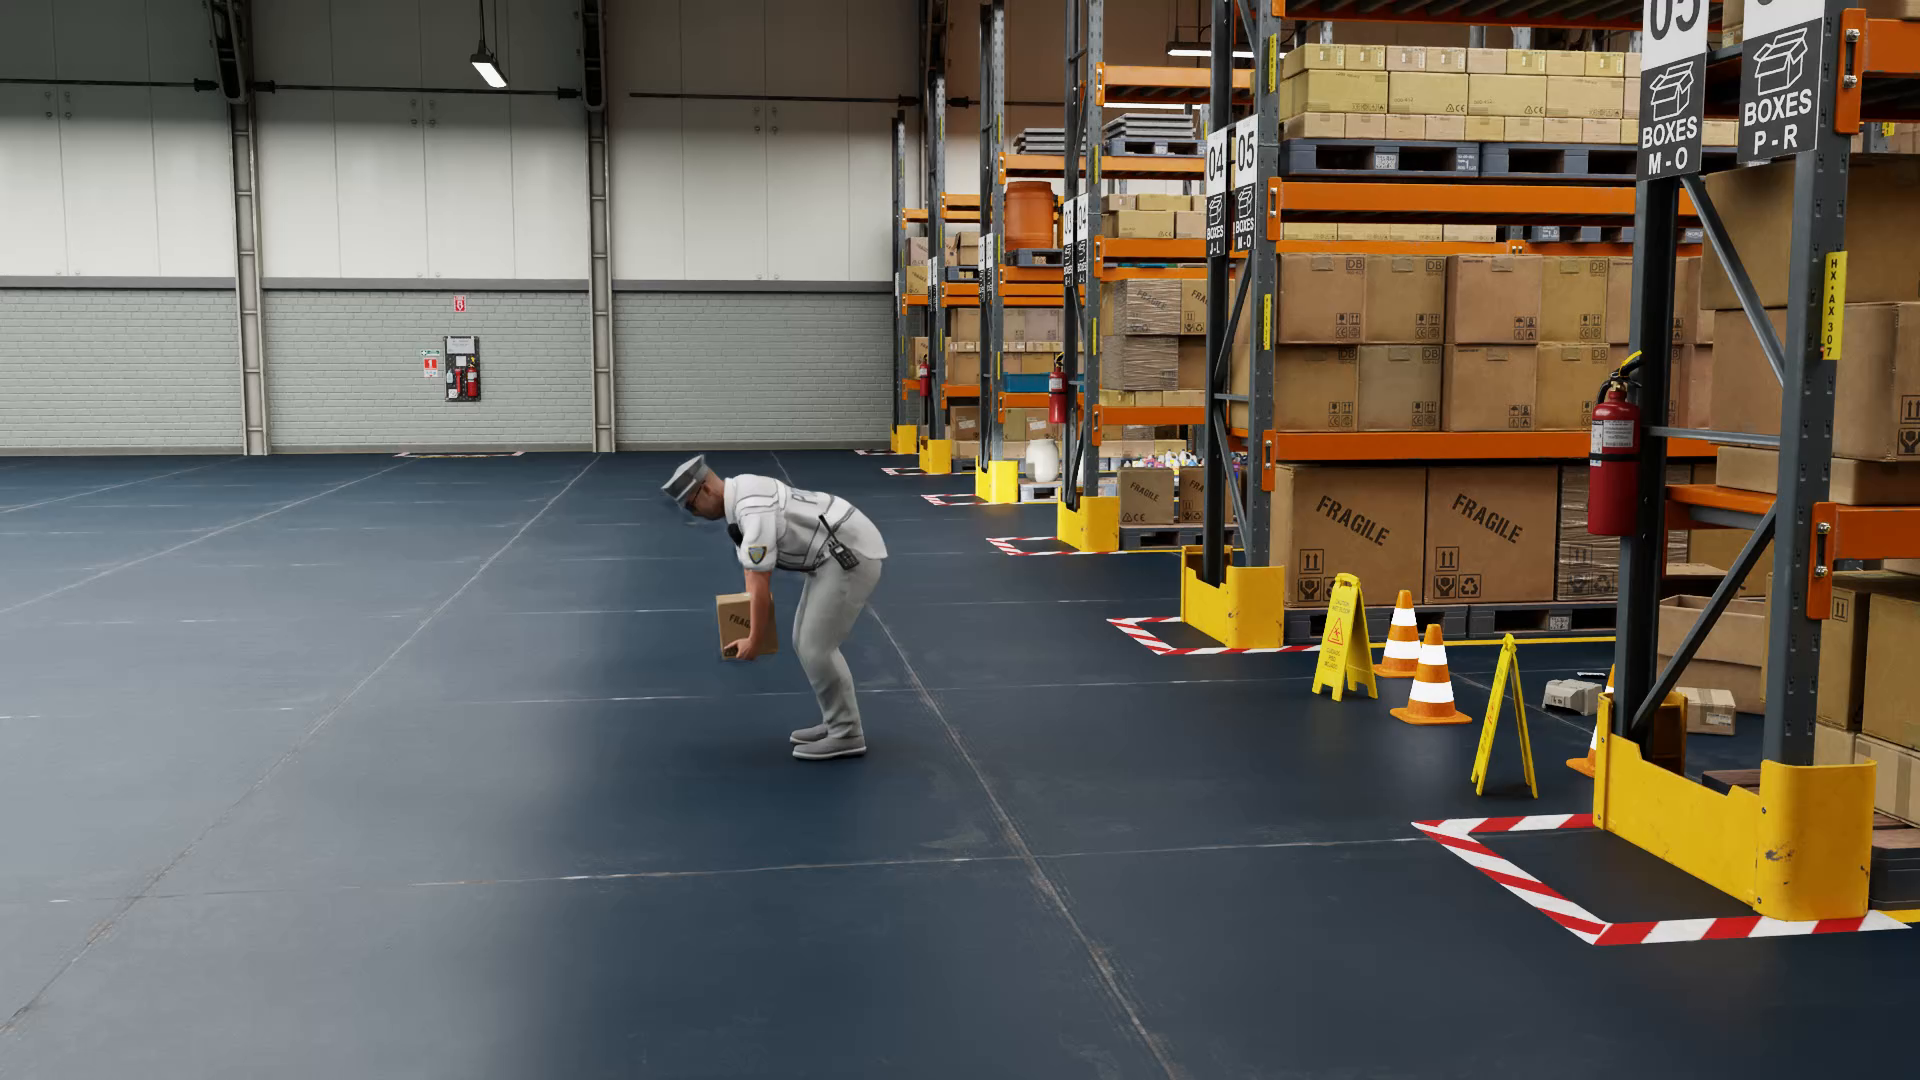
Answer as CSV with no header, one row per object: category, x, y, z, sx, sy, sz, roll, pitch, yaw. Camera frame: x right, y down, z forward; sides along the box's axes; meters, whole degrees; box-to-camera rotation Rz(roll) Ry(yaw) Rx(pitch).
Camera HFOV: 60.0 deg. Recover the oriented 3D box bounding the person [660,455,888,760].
person,-0.825,0.289,7.440,0.995,1.351,0.480,-1,7,-10
